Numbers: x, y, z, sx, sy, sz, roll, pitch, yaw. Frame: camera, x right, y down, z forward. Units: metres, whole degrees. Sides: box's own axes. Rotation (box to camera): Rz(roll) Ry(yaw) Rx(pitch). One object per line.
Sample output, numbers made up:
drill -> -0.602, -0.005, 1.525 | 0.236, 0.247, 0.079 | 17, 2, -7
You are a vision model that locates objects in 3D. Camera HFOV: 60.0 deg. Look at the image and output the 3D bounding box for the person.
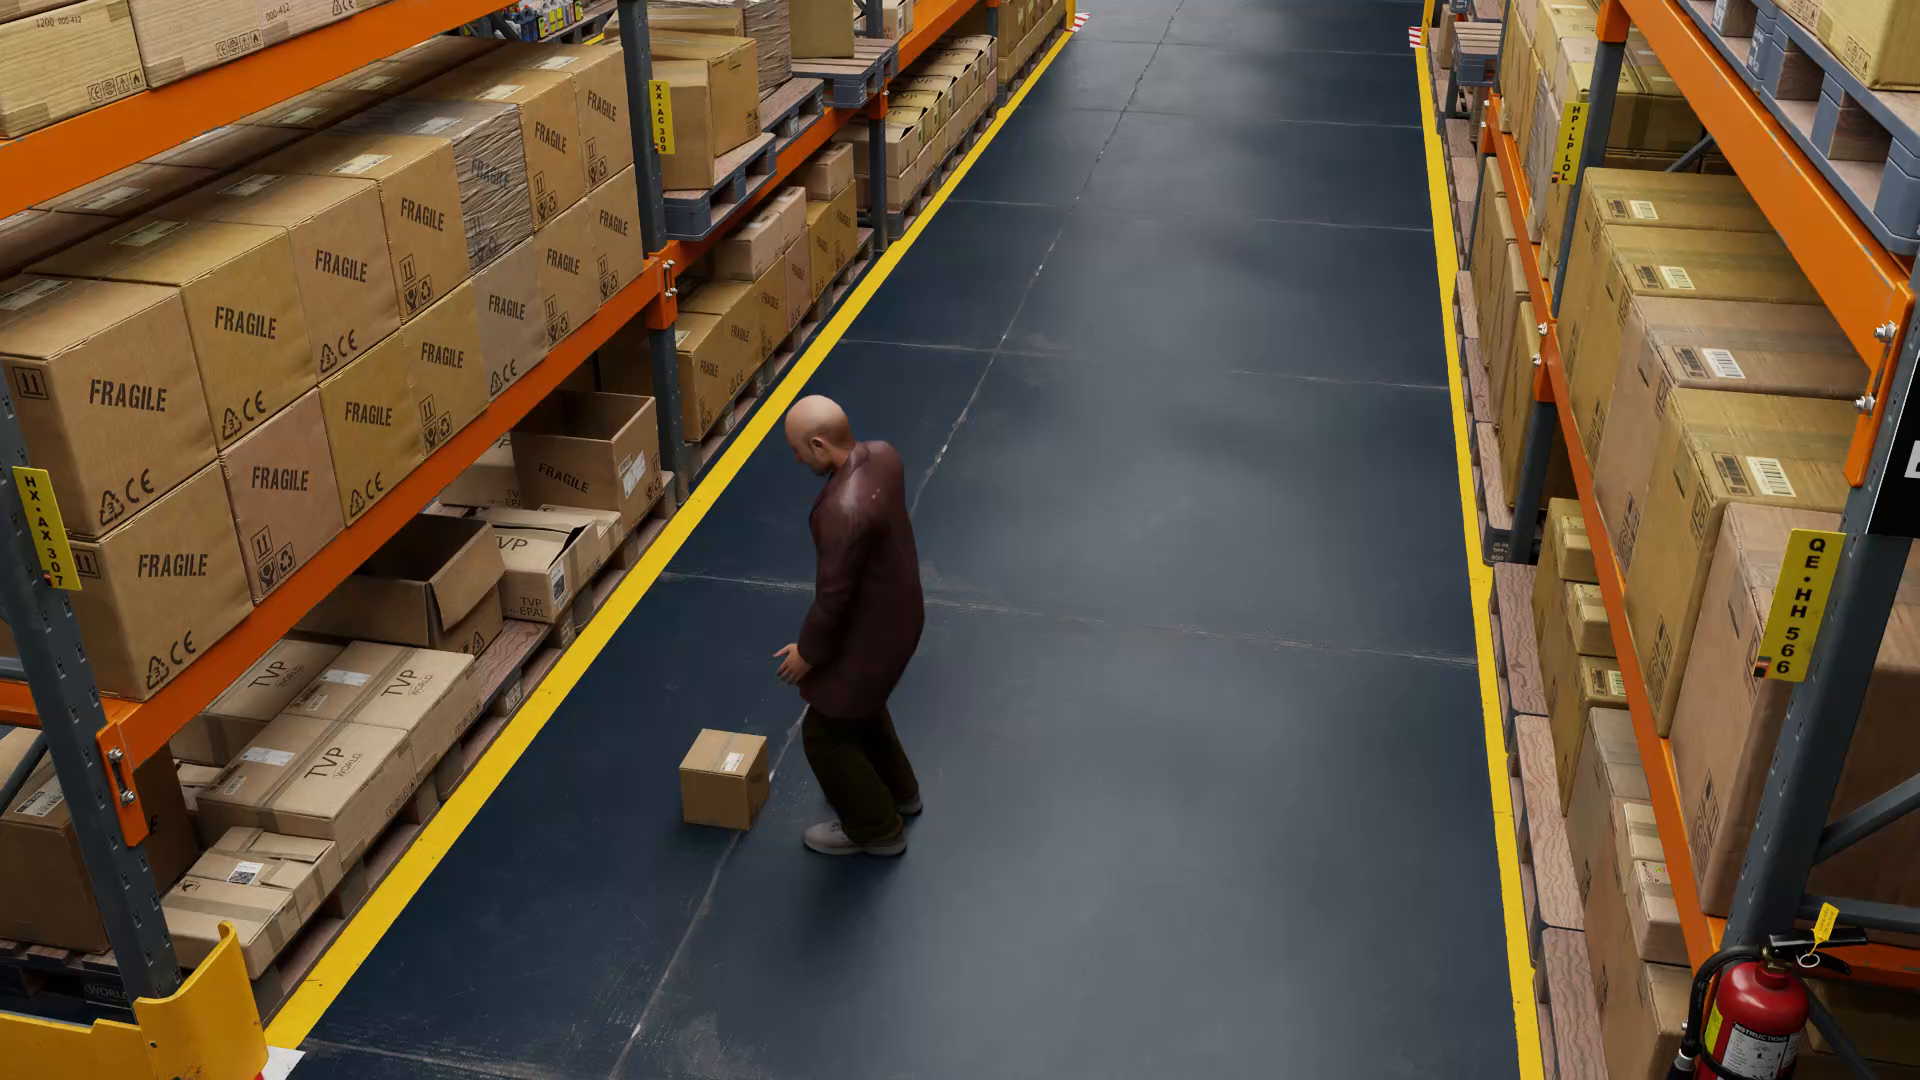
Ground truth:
person -> -0.358, 0.312, 5.647 | 0.442, 1.710, 0.595 | 7, 29, 12
